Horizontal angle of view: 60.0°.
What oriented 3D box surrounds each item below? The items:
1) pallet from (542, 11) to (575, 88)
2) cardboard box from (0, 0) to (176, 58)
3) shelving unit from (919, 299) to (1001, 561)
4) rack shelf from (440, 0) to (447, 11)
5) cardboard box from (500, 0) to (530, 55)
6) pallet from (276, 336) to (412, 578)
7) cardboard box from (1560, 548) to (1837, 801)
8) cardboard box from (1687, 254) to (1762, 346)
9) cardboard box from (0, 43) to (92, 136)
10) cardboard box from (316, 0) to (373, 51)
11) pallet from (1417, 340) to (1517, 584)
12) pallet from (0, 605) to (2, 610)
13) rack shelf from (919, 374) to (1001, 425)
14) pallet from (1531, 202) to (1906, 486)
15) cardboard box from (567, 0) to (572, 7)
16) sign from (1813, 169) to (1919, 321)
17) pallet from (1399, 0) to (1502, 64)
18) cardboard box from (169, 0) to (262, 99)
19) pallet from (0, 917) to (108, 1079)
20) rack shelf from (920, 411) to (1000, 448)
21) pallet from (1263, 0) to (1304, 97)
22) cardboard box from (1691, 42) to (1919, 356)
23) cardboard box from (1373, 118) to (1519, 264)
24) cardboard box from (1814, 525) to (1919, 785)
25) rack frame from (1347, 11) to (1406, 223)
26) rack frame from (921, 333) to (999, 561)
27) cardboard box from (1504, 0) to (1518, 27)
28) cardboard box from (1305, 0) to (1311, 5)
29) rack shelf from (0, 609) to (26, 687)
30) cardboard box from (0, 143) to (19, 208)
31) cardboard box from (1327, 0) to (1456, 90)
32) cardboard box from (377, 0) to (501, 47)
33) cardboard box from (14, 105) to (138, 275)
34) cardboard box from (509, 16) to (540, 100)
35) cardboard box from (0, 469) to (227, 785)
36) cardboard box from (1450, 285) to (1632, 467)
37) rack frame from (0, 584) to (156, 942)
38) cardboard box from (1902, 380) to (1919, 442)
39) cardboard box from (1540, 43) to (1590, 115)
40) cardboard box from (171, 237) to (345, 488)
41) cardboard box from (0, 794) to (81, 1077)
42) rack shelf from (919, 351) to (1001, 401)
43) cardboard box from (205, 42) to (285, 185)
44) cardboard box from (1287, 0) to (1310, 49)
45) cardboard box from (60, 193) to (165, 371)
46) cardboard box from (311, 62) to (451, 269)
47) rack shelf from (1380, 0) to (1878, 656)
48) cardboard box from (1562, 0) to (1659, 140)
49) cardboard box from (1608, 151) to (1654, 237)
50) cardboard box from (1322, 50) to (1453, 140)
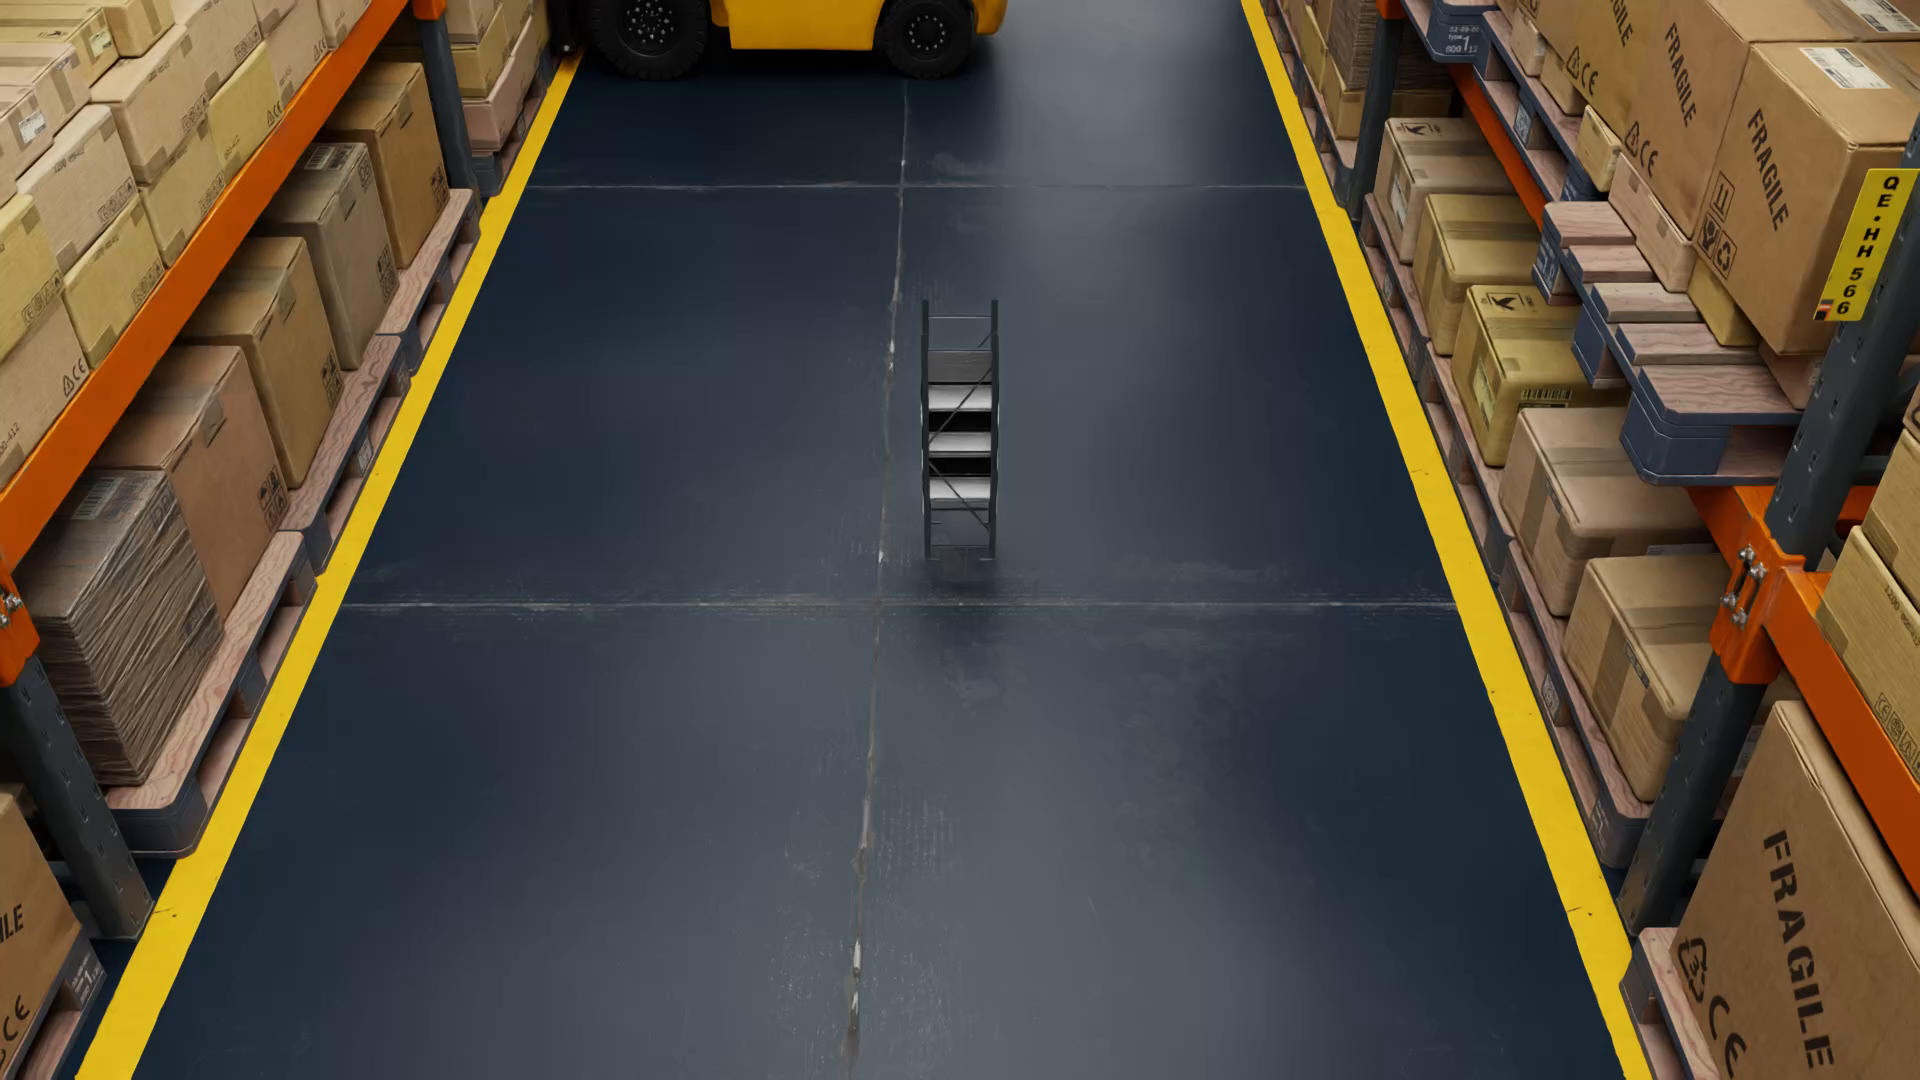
[{"bbox_3d":[-2.650,-2.817,9.096,1.003,0.211,1.213,0,39,0],"label":"pallet"},{"bbox_3d":[-2.400,-1.440,4.549,0.380,0.149,0.250,1,39,1],"label":"cardboard box"},{"bbox_3d":[0.000,-0.346,5.462,0.258,0.900,0.210,0,39,0],"label":"shelving unit"},{"bbox_3d":[-2.689,-3.612,8.434,1.077,0.370,4.000,0,39,0],"label":"rack shelf"},{"bbox_3d":[-2.382,-2.546,7.992,0.500,0.250,0.500,0,39,0],"label":"cardboard box"},{"bbox_3d":[-2.643,-0.329,5.992,1.003,0.211,1.213,0,39,0],"label":"pallet"},{"bbox_3d":[2.291,0.361,4.666,0.950,0.372,0.625,-2,39,-3],"label":"cardboard box"},{"bbox_3d":[1.973,-0.585,3.947,0.380,0.149,0.250,1,39,1],"label":"cardboard box"},{"bbox_3d":[-2.429,-1.124,4.155,0.380,0.149,0.250,0,39,0],"label":"cardboard box"},{"bbox_3d":[-2.419,-1.955,5.910,0.500,0.250,0.500,0,39,0],"label":"cardboard box"},{"bbox_3d":[2.283,-0.309,5.966,1.003,0.211,1.213,0,39,0],"label":"pallet"},{"bbox_3d":[-2.612,0.358,3.059,1.213,0.211,1.003,0,39,0],"label":"pallet"},{"bbox_3d":[0.000,-0.461,5.371,0.258,0.077,0.200,0,39,0],"label":"rack shelf"},{"bbox_3d":[2.174,-0.518,4.151,1.213,0.211,1.003,0,39,0],"label":"pallet"},{"bbox_3d":[-2.370,-2.993,8.949,0.500,0.250,0.500,1,39,1],"label":"cardboard box"},{"bbox_3d":[1.739,-0.562,3.190,0.100,0.325,0.005,0,39,0],"label":"sign"},{"bbox_3d":[2.132,-2.096,6.120,1.003,0.211,1.213,0,39,0],"label":"pallet"},{"bbox_3d":[-2.447,-1.515,4.962,0.500,0.250,0.500,0,39,1],"label":"cardboard box"},{"bbox_3d":[-2.719,1.414,3.817,1.003,0.211,1.213,0,39,0],"label":"pallet"},{"bbox_3d":[0.000,-0.390,5.427,0.258,0.077,0.200,0,39,0],"label":"rack shelf"},{"bbox_3d":[2.236,-2.745,9.007,1.003,0.211,1.213,0,39,0],"label":"pallet"},{"bbox_3d":[2.003,-0.750,3.634,0.500,0.500,0.500,-1,39,-1],"label":"cardboard box"},{"bbox_3d":[2.280,-1.459,6.937,0.950,0.372,0.625,0,39,1],"label":"cardboard box"},{"bbox_3d":[2.030,0.218,3.200,0.500,0.250,0.500,-1,39,-1],"label":"cardboard box"},{"bbox_3d":[2.277,-2.648,6.656,1.000,3.000,0.127,0,39,0],"label":"rack frame"},{"bbox_3d":[0.000,-0.282,5.383,0.240,0.900,0.006,0,39,0],"label":"rack frame"},{"bbox_3d":[1.986,-1.720,5.362,0.380,0.149,0.250,0,39,0],"label":"cardboard box"},{"bbox_3d":[2.003,-3.039,8.407,0.500,0.500,0.500,2,39,2],"label":"cardboard box"},{"bbox_3d":[-2.680,1.390,2.192,1.077,0.370,4.000,0,39,0],"label":"rack shelf"},{"bbox_3d":[-2.390,-0.800,3.751,0.380,0.149,0.250,1,39,1],"label":"cardboard box"},{"bbox_3d":[2.008,-2.402,7.612,0.500,0.500,0.500,-1,39,-1],"label":"cardboard box"},{"bbox_3d":[-2.374,-2.426,7.442,0.500,0.250,0.500,-1,39,-1],"label":"cardboard box"},{"bbox_3d":[-2.438,-0.868,4.155,0.500,0.250,0.500,1,39,1],"label":"cardboard box"},{"bbox_3d":[-2.373,-2.354,8.151,0.500,0.250,0.500,-1,39,-1],"label":"cardboard box"},{"bbox_3d":[-2.670,0.232,4.625,0.875,0.625,0.625,1,39,1],"label":"cardboard box"},{"bbox_3d":[2.286,-0.574,5.834,0.950,0.372,0.625,1,39,1],"label":"cardboard box"},{"bbox_3d":[-2.683,-0.141,3.527,1.000,3.000,0.127,0,39,0],"label":"rack frame"},{"bbox_3d":[2.037,-0.268,2.806,0.500,0.500,0.500,-1,39,-2],"label":"cardboard box"},{"bbox_3d":[1.965,-1.387,4.947,0.380,0.149,0.250,-1,39,-1],"label":"cardboard box"},{"bbox_3d":[-2.679,-0.598,5.661,0.875,0.625,0.625,-2,39,-2],"label":"cardboard box"},{"bbox_3d":[-2.467,0.935,3.848,0.500,0.500,0.500,1,39,1],"label":"cardboard box"},{"bbox_3d":[0.000,-0.531,5.314,0.258,0.077,0.200,0,39,0],"label":"rack shelf"},{"bbox_3d":[-2.441,-1.321,5.120,0.500,0.250,0.500,1,39,1],"label":"cardboard box"},{"bbox_3d":[2.001,-2.760,8.658,0.500,0.250,0.500,1,39,1],"label":"cardboard box"},{"bbox_3d":[-2.434,-0.675,4.313,0.500,0.250,0.500,-1,39,-1],"label":"cardboard box"},{"bbox_3d":[-2.675,-1.553,6.853,0.875,0.625,0.625,2,39,2],"label":"cardboard box"},{"bbox_3d":[2.279,-1.117,5.320,1.077,0.370,4.000,0,39,0],"label":"rack shelf"},{"bbox_3d":[1.989,-1.389,4.431,0.500,0.500,0.500,-3,39,-3],"label":"cardboard box"},{"bbox_3d":[1.935,-0.900,4.340,0.380,0.149,0.250,-2,39,-2],"label":"cardboard box"},{"bbox_3d":[2.007,-2.109,7.846,0.500,0.250,0.500,2,39,2],"label":"cardboard box"}]
